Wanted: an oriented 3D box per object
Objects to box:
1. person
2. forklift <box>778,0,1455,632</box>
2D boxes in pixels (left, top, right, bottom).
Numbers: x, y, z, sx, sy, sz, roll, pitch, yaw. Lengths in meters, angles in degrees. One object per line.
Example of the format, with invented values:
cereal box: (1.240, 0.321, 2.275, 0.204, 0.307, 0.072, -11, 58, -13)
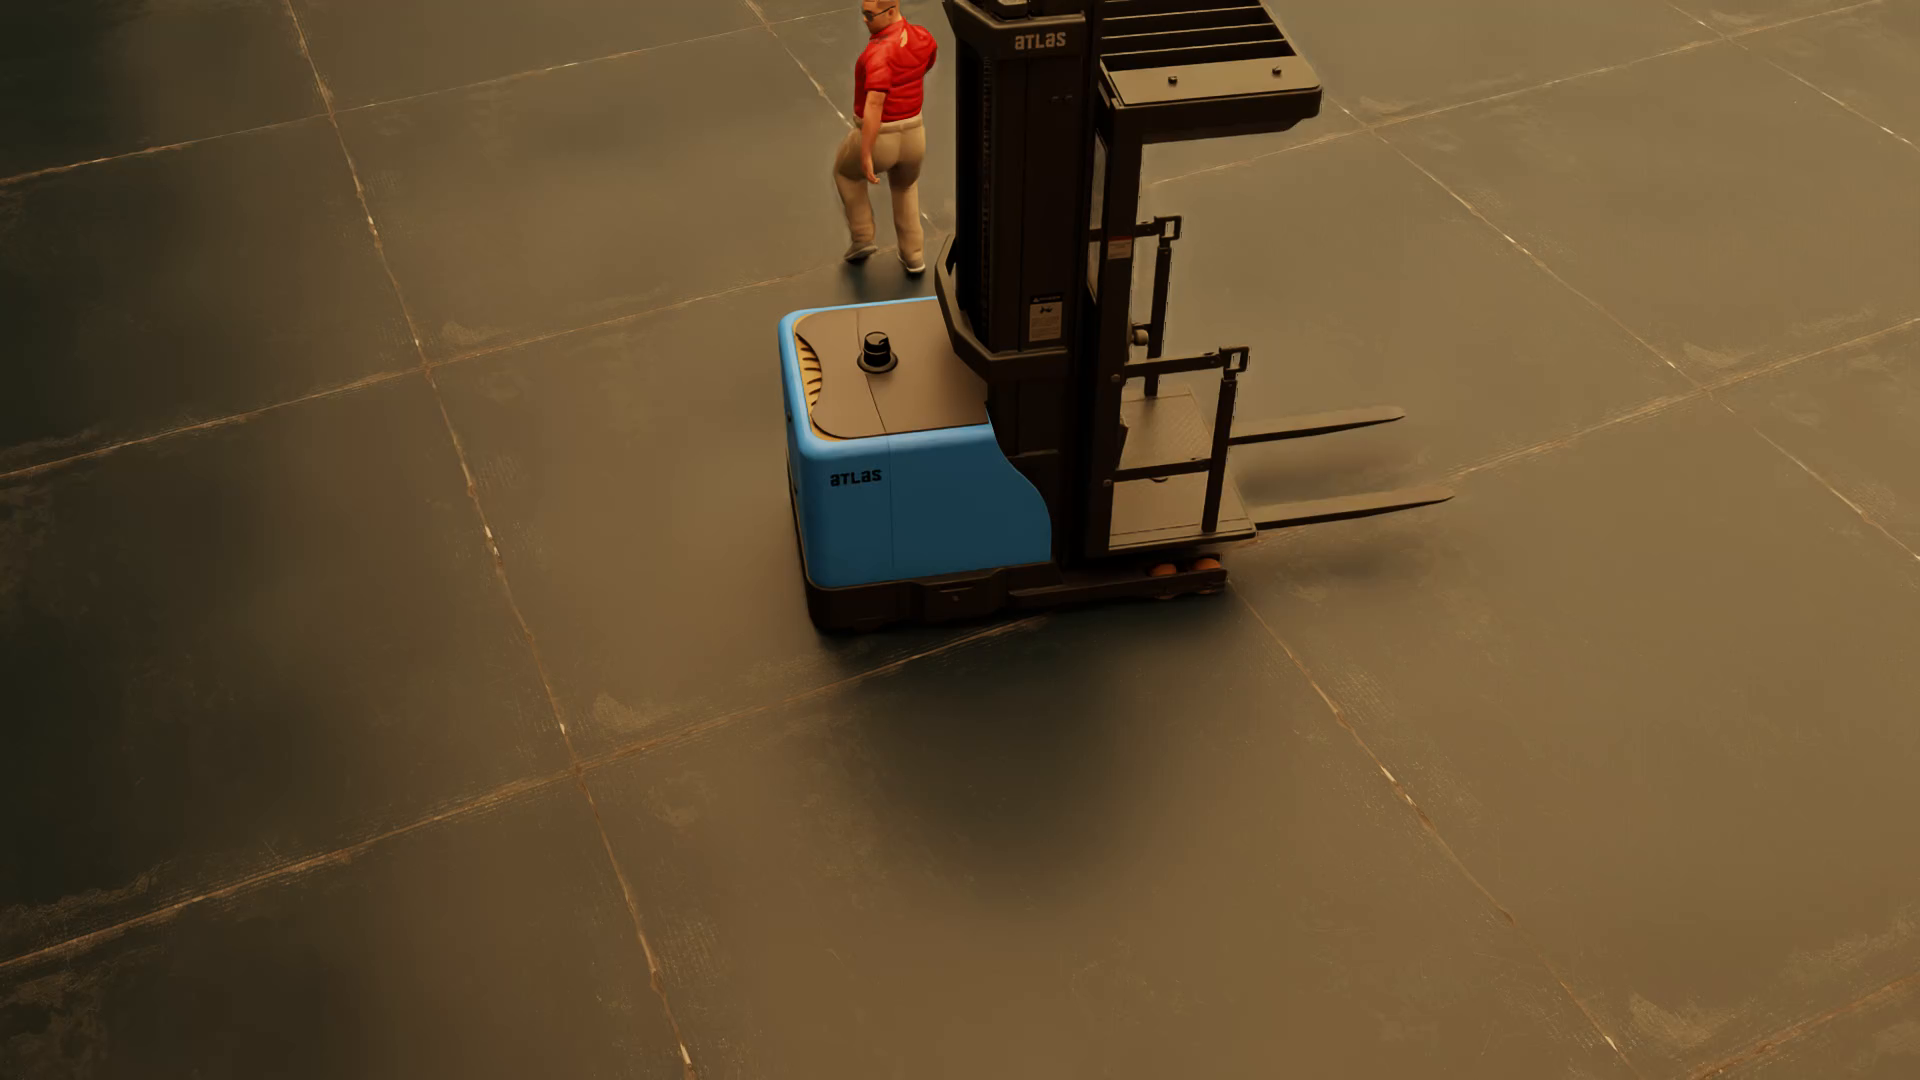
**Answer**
person: (-0.384, -2.165, 8.977, 0.674, 1.722, 0.773, -23, 48, -23)
forklift: (0.750, -1.152, 6.915, 3.031, 2.935, 1.130, -7, 43, -7)
